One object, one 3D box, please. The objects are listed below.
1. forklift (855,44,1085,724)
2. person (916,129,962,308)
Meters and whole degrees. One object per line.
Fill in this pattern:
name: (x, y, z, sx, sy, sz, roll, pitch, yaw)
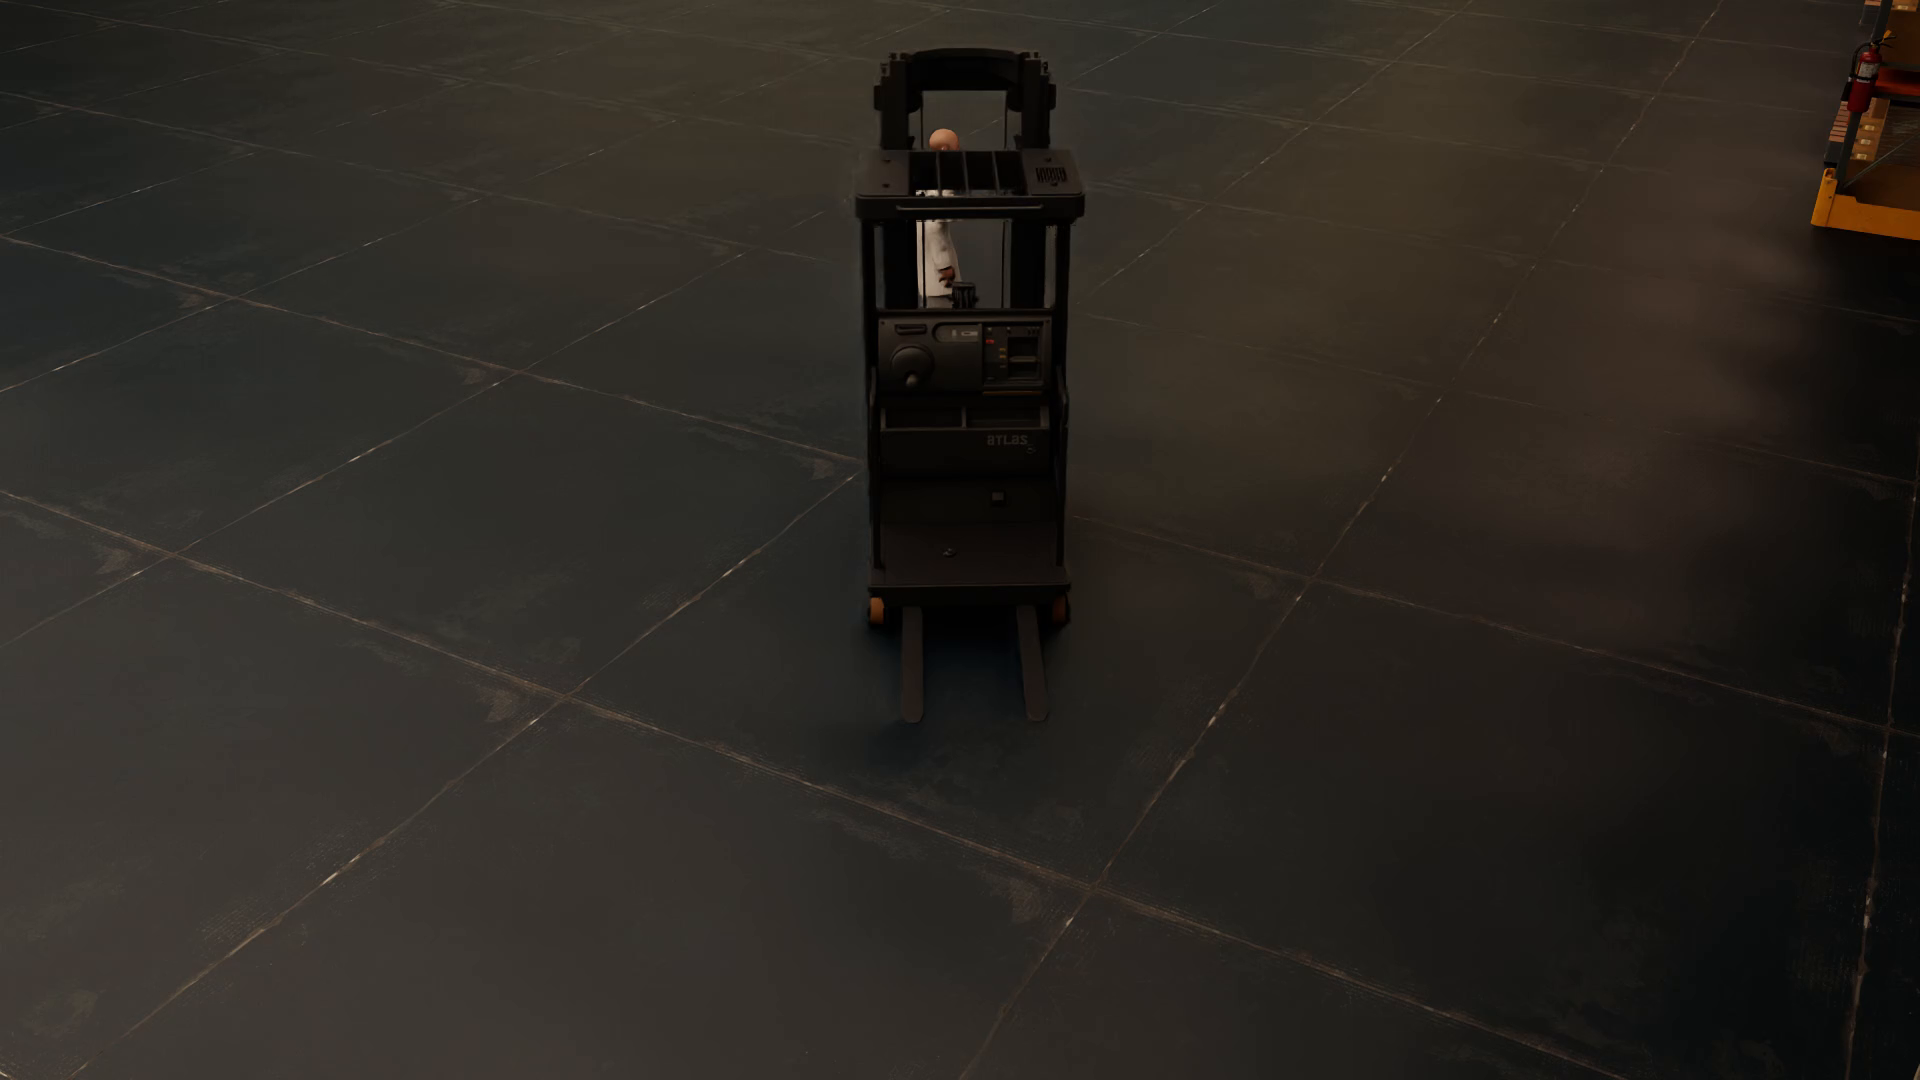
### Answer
forklift: (0.037, -0.954, 8.724, 1.130, 2.935, 3.031, -1, 30, -1)
person: (-0.153, -2.005, 11.704, 0.430, 1.772, 0.646, -4, 30, -7)
